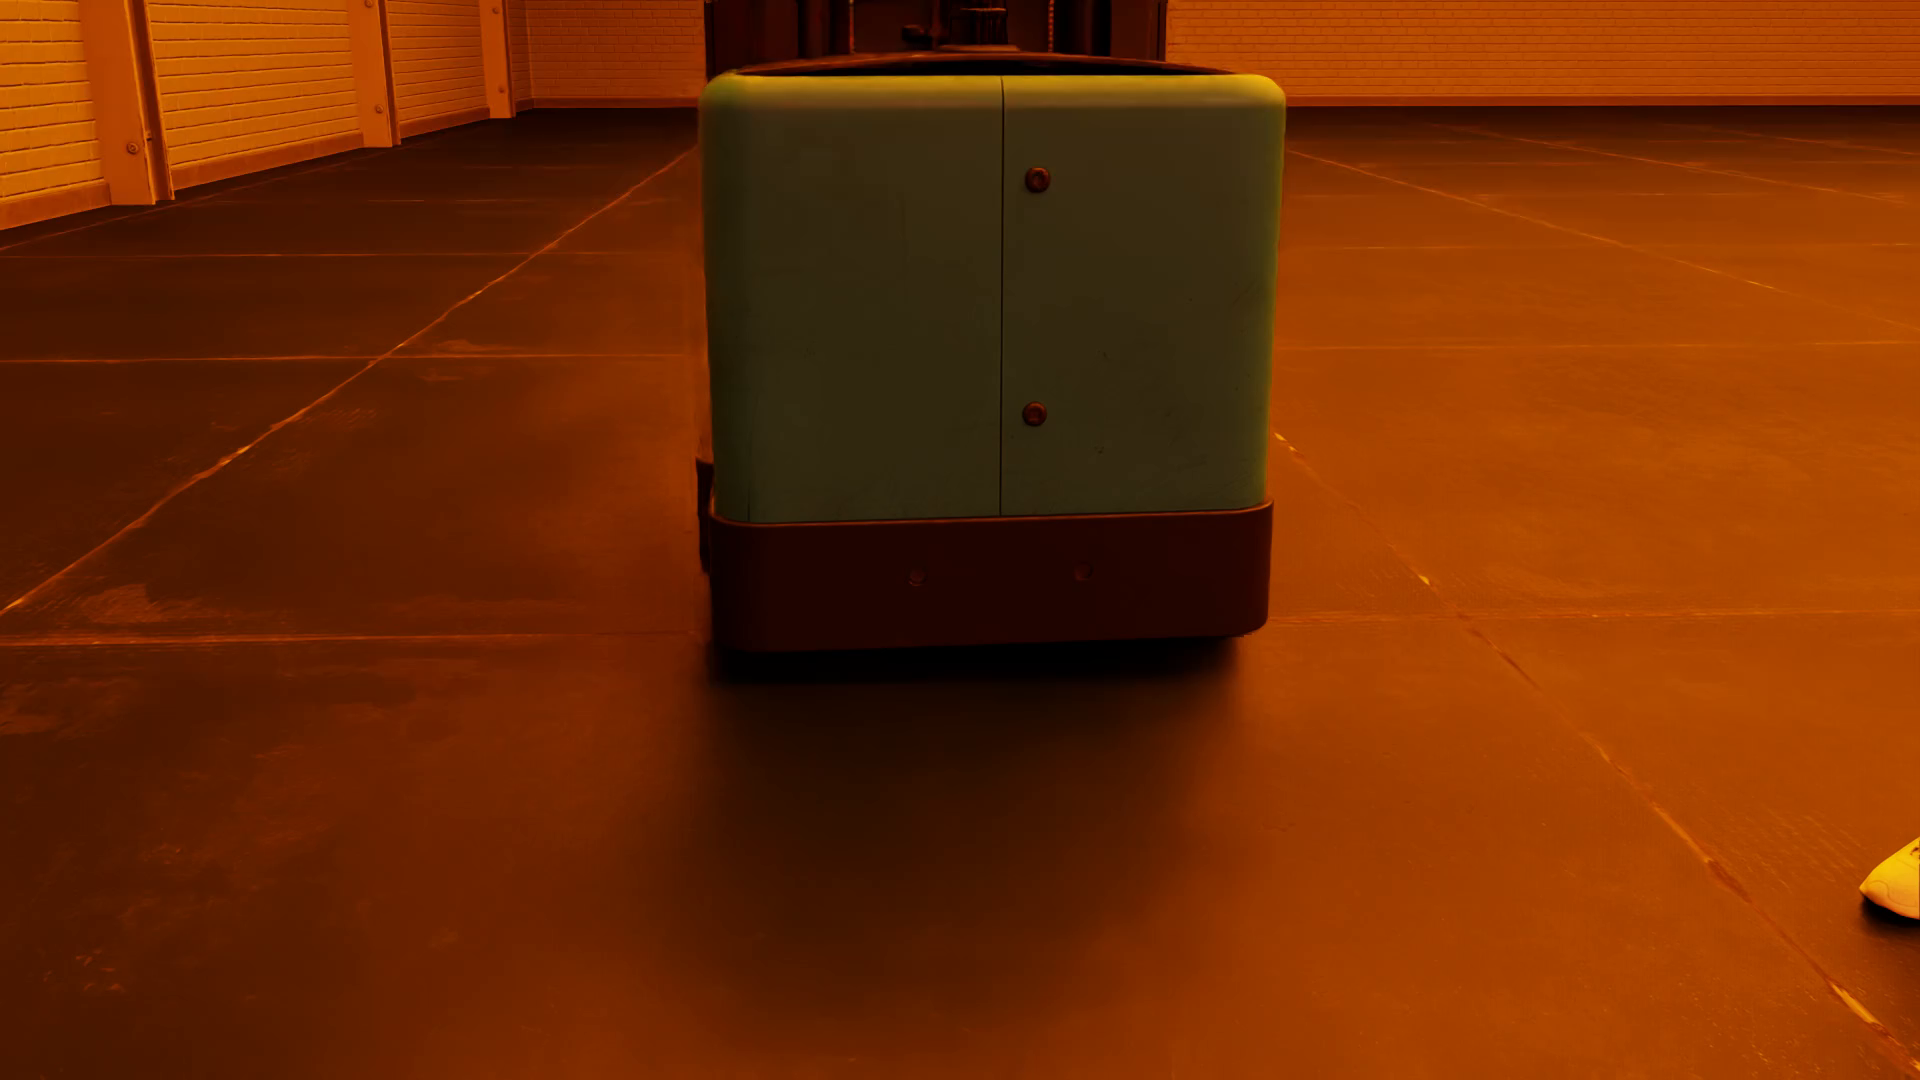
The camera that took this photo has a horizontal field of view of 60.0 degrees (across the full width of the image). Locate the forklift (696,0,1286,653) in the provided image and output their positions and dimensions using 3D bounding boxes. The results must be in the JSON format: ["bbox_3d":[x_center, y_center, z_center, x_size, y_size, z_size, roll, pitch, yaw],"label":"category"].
[{"bbox_3d":[-0.082,-1.582,4.079,1.130,2.935,3.031,-2,17,-6],"label":"forklift"}]

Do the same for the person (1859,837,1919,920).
[{"bbox_3d":[1.510,-0.276,1.966,0.359,1.671,0.503,-16,23,-42],"label":"person"}]
